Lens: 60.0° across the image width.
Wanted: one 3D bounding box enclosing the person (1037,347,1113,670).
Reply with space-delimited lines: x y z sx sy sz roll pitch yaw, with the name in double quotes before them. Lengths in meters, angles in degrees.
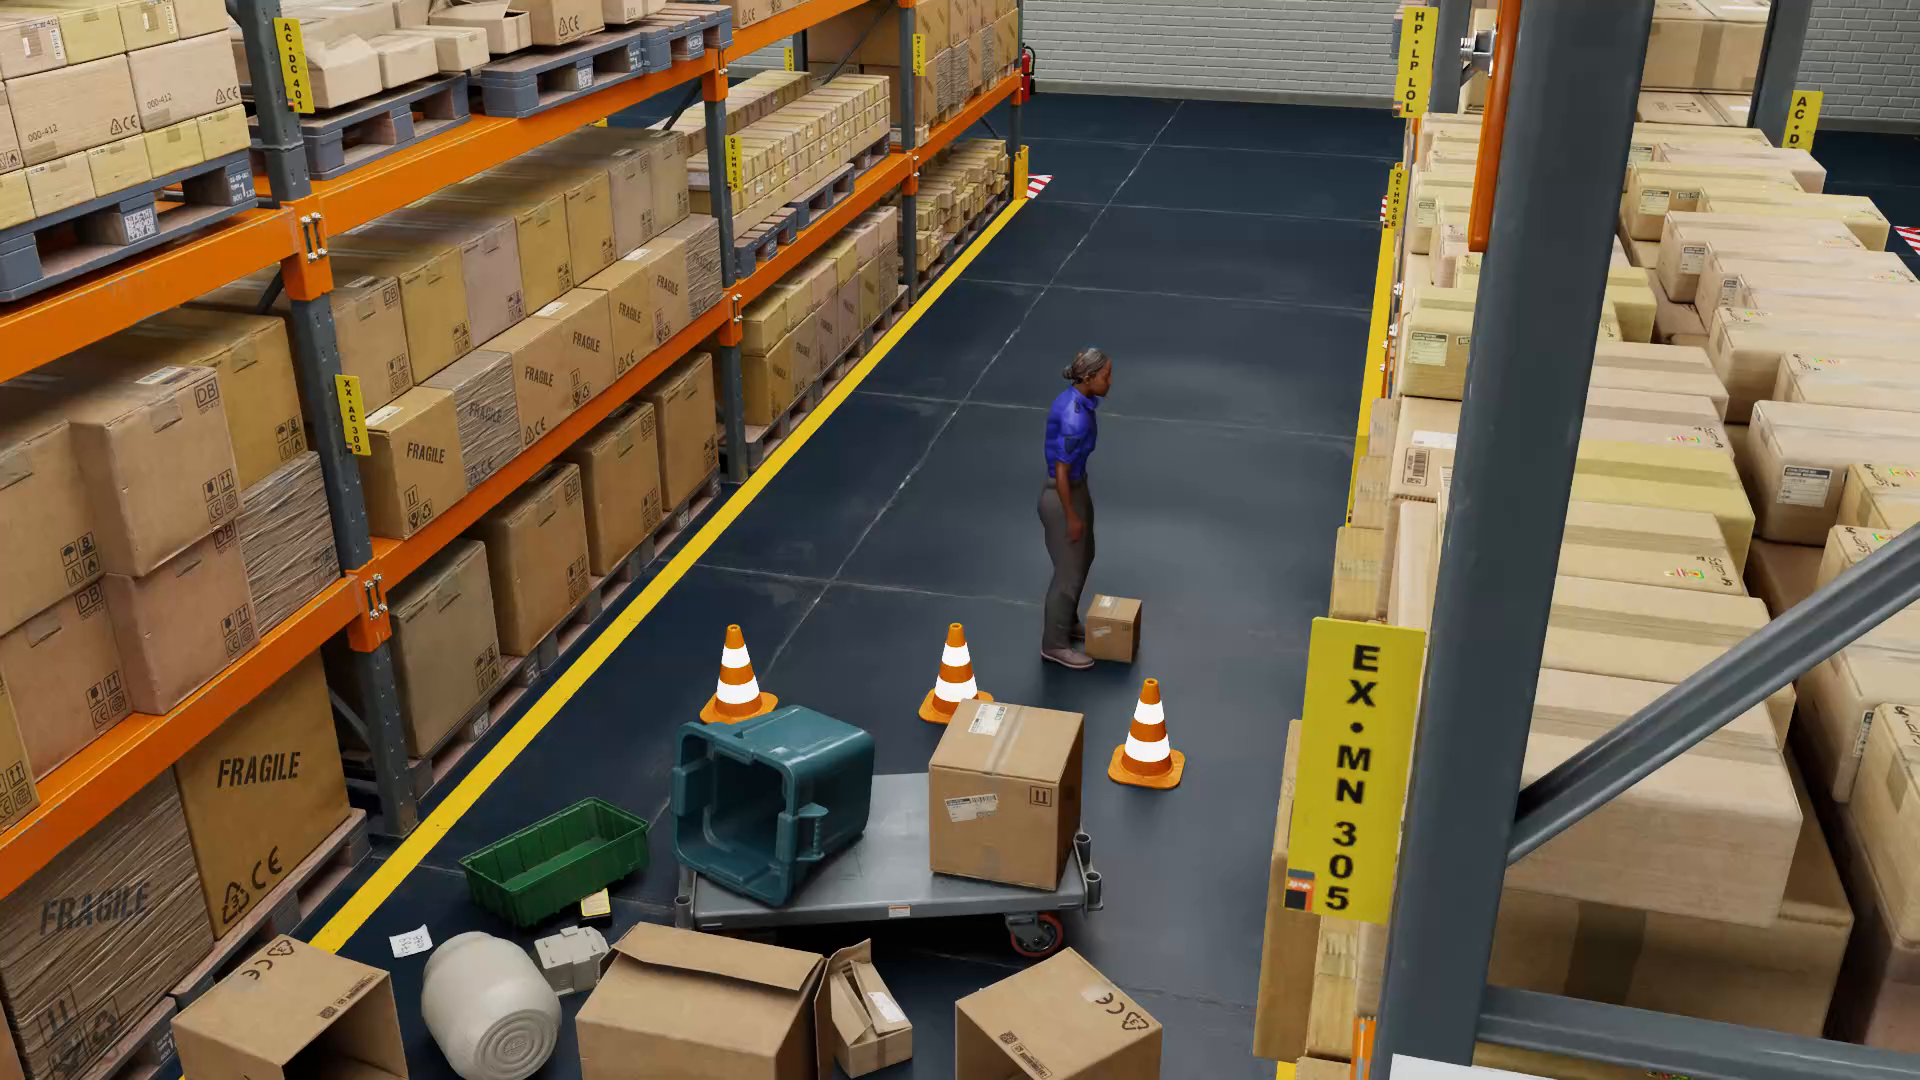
"person" 0.580 -0.188 8.510 0.351 1.654 0.531 5 26 10
